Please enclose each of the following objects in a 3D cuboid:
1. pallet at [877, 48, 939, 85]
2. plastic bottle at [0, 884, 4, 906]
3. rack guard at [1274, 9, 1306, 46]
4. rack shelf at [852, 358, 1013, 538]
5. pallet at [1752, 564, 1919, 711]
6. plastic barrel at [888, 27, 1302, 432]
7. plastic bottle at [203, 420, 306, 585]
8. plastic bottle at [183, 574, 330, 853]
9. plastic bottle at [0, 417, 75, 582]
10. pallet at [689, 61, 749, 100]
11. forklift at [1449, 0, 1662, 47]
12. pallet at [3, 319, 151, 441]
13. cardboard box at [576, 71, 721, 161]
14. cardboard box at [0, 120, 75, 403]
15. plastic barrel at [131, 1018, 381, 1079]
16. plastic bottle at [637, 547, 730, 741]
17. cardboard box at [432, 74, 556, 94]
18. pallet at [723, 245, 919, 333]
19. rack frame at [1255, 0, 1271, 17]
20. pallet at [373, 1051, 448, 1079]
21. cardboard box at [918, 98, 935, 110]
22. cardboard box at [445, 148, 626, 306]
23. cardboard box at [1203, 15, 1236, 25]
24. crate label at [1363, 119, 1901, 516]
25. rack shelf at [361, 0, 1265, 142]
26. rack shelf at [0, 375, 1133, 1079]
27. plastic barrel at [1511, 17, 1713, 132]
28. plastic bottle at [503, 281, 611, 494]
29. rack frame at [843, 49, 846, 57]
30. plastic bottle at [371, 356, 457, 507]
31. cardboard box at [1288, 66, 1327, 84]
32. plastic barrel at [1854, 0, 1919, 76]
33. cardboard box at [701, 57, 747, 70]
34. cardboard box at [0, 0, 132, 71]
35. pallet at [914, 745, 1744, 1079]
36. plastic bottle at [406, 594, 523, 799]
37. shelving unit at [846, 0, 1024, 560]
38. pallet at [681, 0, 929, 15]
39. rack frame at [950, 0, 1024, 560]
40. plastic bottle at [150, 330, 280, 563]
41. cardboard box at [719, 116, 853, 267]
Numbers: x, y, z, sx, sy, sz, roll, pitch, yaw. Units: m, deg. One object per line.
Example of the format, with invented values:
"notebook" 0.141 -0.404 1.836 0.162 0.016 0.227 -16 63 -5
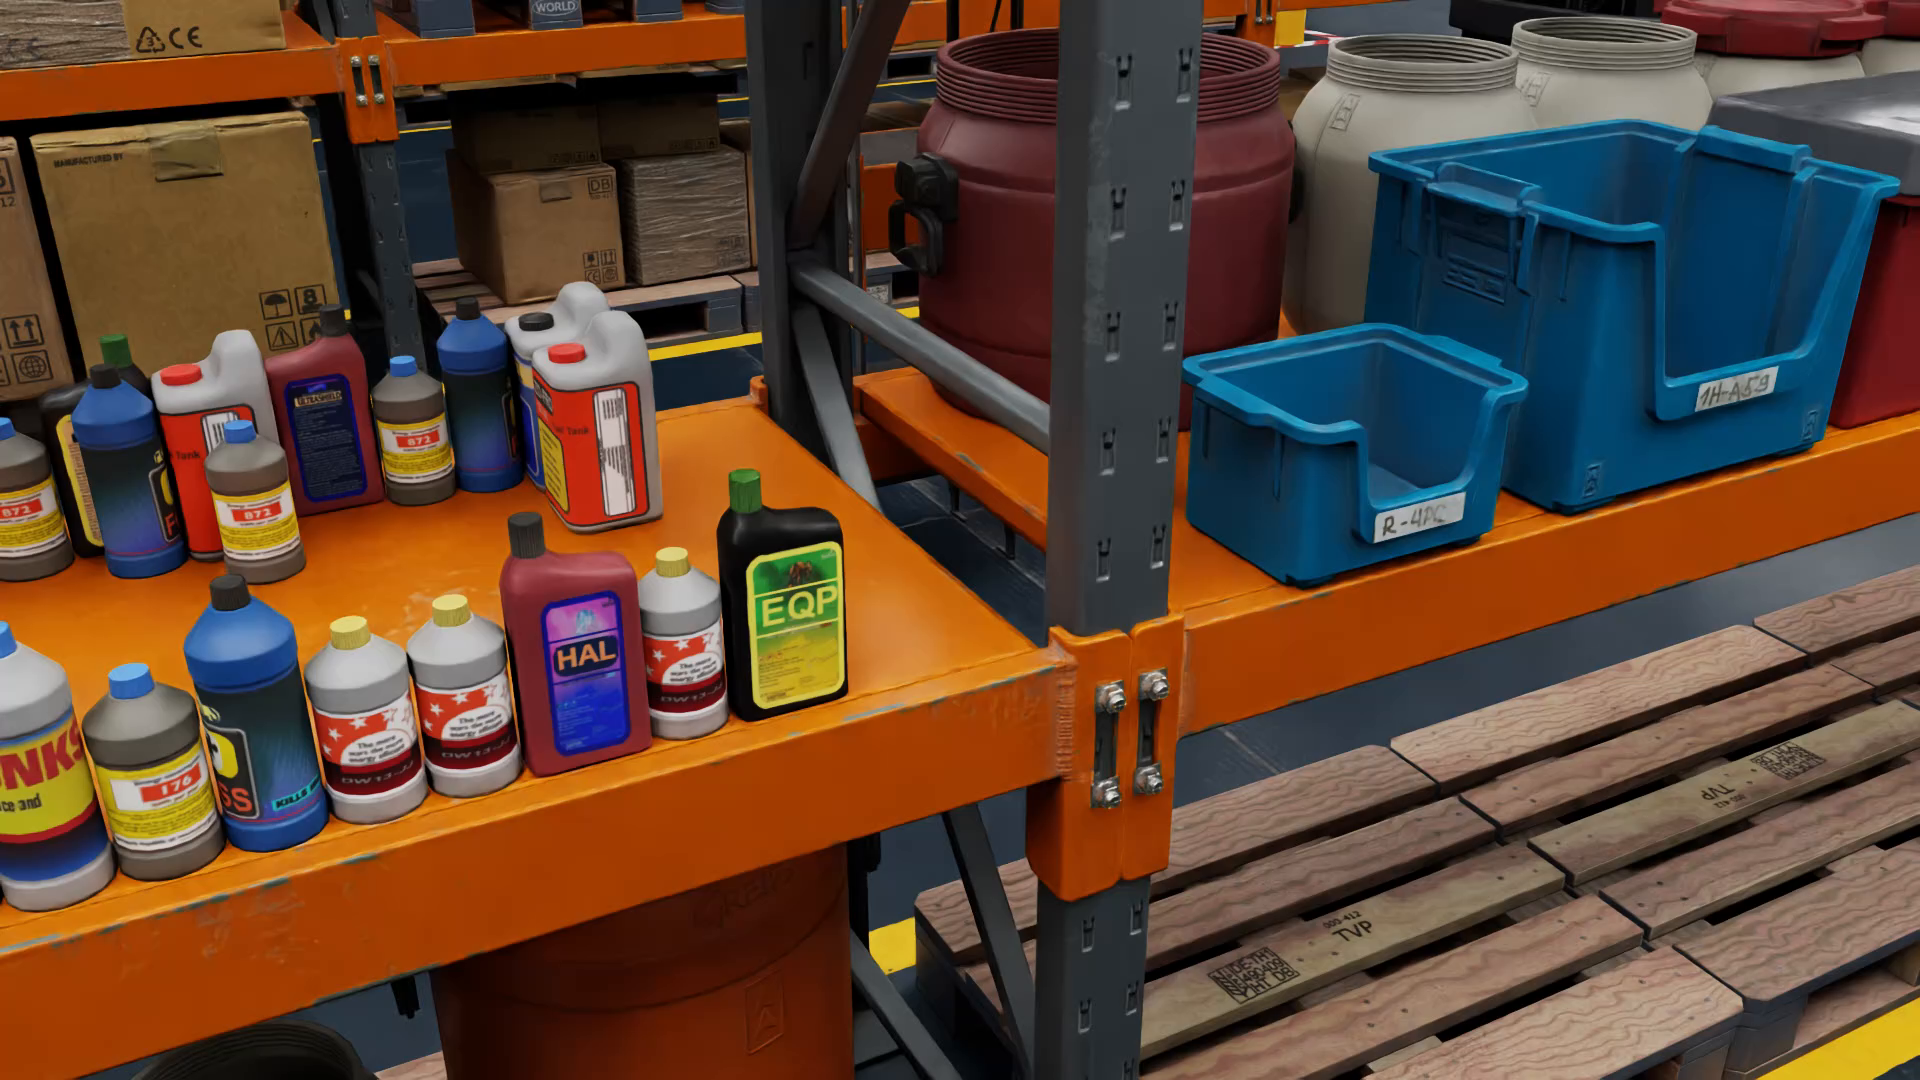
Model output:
"pallet" -0.375 -3.735 12.785 1.213 0.211 1.003 -13 29 -25
"plastic bottle" -0.936 0.252 1.490 0.097 0.201 0.097 0 26 0
"rack guard" 2.468 -4.560 14.170 0.348 0.500 1.175 -13 29 -25
"rack shelf" -0.146 -0.270 5.034 0.480 0.518 0.431 -13 29 -25
"pallet" 2.818 0.371 4.233 1.213 0.211 1.003 -13 29 -25
"plastic barrel" 0.230 -0.518 2.705 0.708 0.536 0.600 -13 29 -25
"plastic bottle" -0.904 -0.054 2.126 0.097 0.201 0.097 0 26 0
"plastic bottle" -0.679 0.160 1.599 0.097 0.271 0.097 0 26 0
"plastic bottle" -1.212 -0.057 2.133 0.097 0.201 0.097 0 26 0
"pallet" -1.728 -3.424 12.138 1.213 0.211 1.003 -13 29 -25
"forklift" 2.762 -2.203 6.451 3.031 2.935 1.130 -18 31 -32
"pallet" -3.099 -0.749 6.566 1.213 0.211 1.003 -13 29 -25
"cardboard box" -1.327 -1.807 7.061 0.500 0.250 0.500 -10 27 -19
"cardboard box" -3.776 -1.058 5.957 0.875 0.875 1.225 -13 29 -25
"plastic barrel" -0.917 0.941 2.213 0.421 0.512 0.421 0 26 0
"plastic bottle" -0.303 0.105 1.794 0.097 0.201 0.097 0 26 0
"cardboard box" -3.263 -3.497 11.181 0.750 0.750 1.050 -13 28 -24
"pallet" -0.602 -1.286 7.684 1.213 0.211 1.003 -13 29 -25
"rack frame" 1.162 -2.952 7.933 0.127 3.000 1.000 -13 29 -25
"pallet" -0.713 1.188 2.533 1.213 0.211 1.003 -13 29 -25
"cardboard box" 0.180 -1.817 7.948 0.500 0.500 0.700 -13 29 -25
"cardboard box" -1.786 -1.353 6.982 0.500 0.500 0.700 -15 29 -28
"cardboard box" 1.879 -4.750 13.647 0.875 0.875 0.875 -13 28 -25
"crate label" 0.967 -0.361 2.495 0.616 0.435 0.502 -13 29 -25
"rack shelf" -0.603 -2.221 7.241 4.000 0.370 1.077 -13 29 -25
"rack shelf" -1.802 0.486 1.604 4.000 0.370 1.077 -13 29 -25
"plastic barrel" 1.142 -0.673 3.058 0.421 0.512 0.421 0 26 0
"plastic bottle" -0.571 -0.225 2.397 0.135 0.276 0.152 -13 29 -25
"rack frame" -1.083 -4.867 11.922 0.127 3.000 1.000 -13 29 -25
"plastic bottle" -0.772 -0.159 2.345 0.097 0.201 0.097 0 26 0
"cardboard box" 2.036 -2.200 8.770 0.500 0.500 0.500 -4 26 -9
"plastic barrel" 1.898 -0.861 3.422 0.433 0.535 0.433 0 26 0
"cardboard box" -1.588 -3.881 11.983 0.750 0.750 1.050 -13 29 -25
"cardboard box" -3.129 -1.888 5.602 0.500 0.500 0.500 -13 29 -26
"pallet" 0.665 0.868 3.198 1.213 0.211 1.003 -13 29 -25
"plastic bottle" -0.507 0.152 1.696 0.097 0.201 0.097 0 26 0
"shelving unit" -0.146 -0.913 4.725 0.503 2.100 0.431 -13 29 -25
"pallet" -0.640 -2.470 7.150 1.213 0.211 1.003 -13 29 -25
"rack frame" 0.069 -0.963 4.829 0.015 2.100 0.400 -13 29 -25
"plastic bottle" -0.979 -0.131 2.201 0.135 0.276 0.152 -13 29 -25
"cardboard box" -0.805 -1.589 7.474 0.500 0.500 0.700 -11 28 -21
